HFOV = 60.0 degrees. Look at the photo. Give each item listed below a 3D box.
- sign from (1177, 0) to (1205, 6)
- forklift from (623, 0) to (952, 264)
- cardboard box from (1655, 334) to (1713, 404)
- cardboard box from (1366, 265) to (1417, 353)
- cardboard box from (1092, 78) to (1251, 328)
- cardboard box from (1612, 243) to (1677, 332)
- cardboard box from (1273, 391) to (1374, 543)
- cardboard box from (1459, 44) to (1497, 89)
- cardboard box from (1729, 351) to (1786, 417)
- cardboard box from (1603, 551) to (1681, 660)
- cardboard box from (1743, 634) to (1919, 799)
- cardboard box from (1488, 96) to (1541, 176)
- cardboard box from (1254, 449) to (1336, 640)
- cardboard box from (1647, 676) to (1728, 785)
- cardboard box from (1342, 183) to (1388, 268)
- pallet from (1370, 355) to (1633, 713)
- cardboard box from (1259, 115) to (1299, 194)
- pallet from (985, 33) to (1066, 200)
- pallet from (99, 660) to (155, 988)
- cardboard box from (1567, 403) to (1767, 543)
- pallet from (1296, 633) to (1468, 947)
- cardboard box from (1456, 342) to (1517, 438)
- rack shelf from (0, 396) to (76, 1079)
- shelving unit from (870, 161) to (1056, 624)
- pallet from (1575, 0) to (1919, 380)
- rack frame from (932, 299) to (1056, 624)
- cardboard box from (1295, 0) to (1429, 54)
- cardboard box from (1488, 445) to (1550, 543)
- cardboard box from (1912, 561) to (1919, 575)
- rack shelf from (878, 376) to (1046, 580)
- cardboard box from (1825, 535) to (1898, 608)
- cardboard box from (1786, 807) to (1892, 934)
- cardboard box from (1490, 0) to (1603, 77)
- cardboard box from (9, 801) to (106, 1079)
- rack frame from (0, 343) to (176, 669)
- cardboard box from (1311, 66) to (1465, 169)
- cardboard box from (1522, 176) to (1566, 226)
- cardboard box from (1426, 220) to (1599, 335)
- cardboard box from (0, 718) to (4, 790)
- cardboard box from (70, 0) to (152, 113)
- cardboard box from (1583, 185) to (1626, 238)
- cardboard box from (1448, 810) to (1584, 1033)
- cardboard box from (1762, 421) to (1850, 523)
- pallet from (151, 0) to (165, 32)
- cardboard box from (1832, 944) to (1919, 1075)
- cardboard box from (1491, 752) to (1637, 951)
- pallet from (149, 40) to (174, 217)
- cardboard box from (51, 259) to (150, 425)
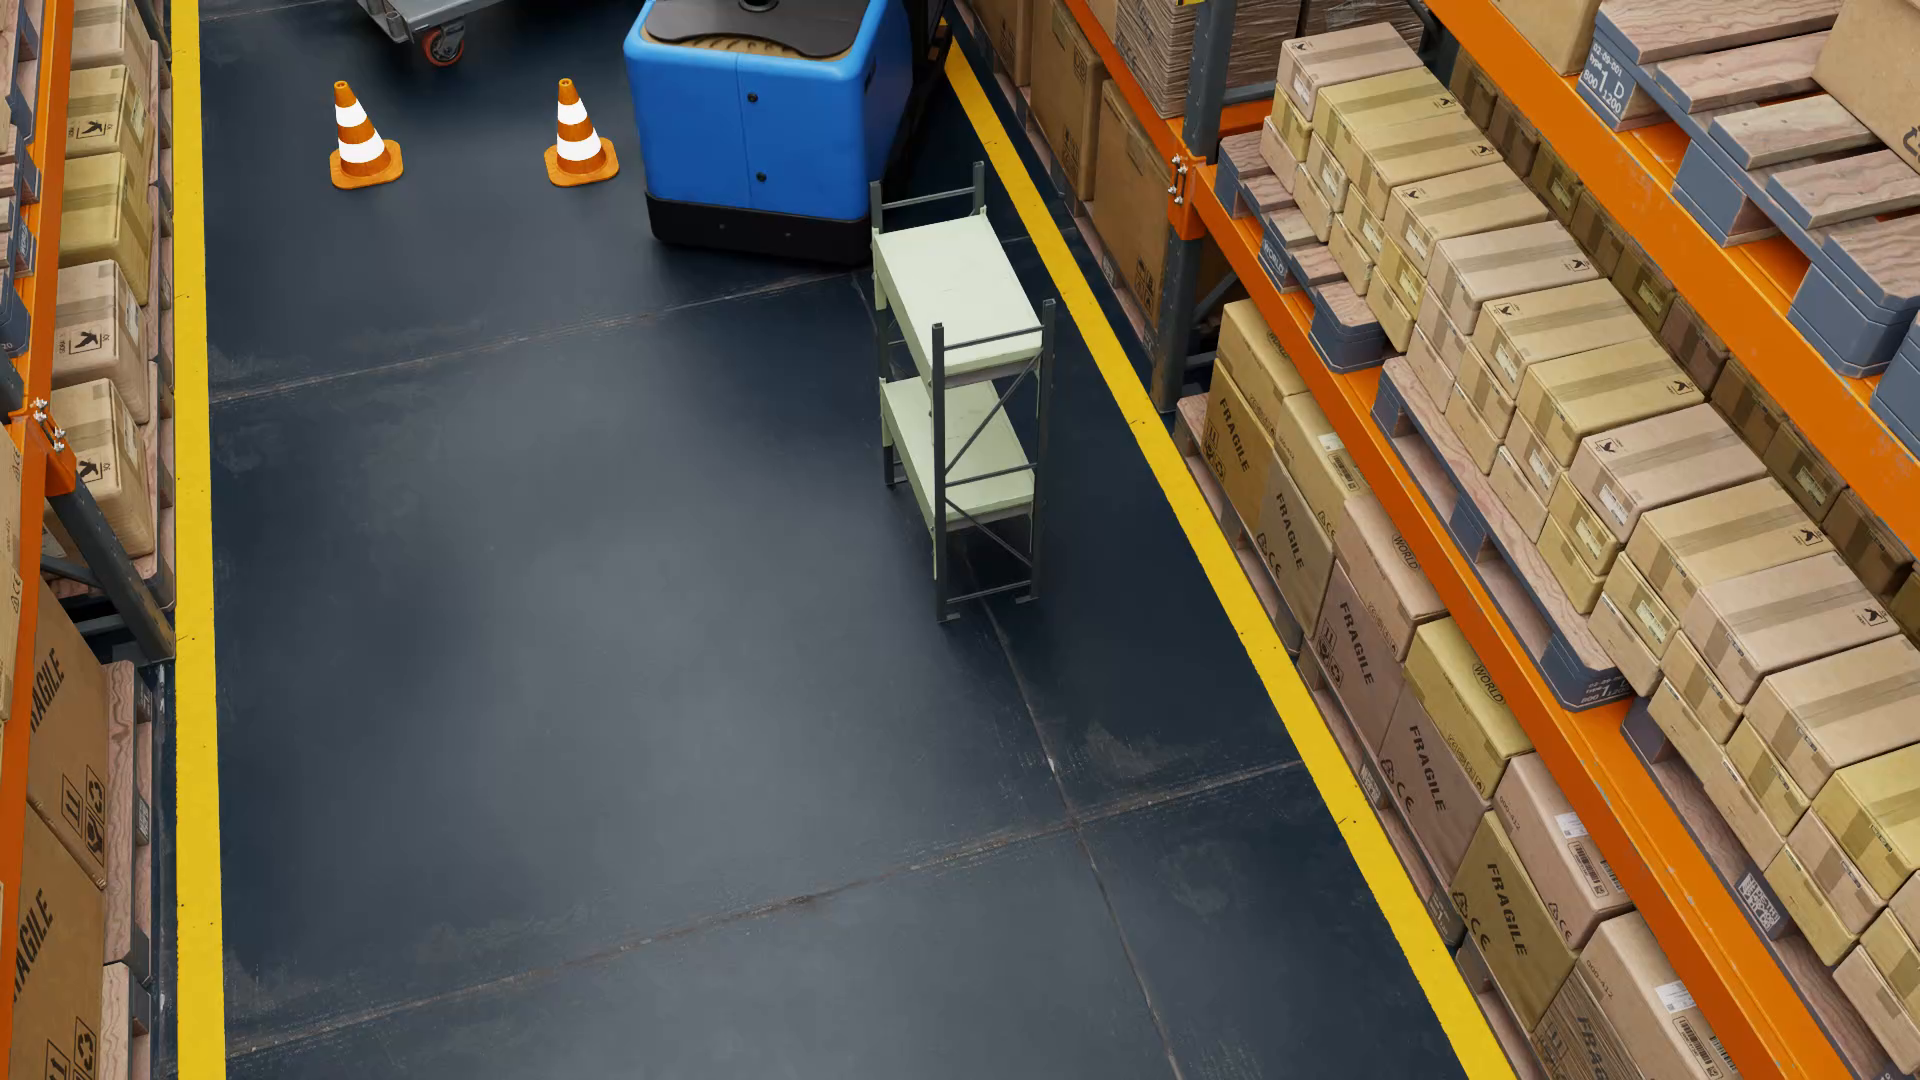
[{"bbox_3d":[0.769,-1.892,5.415,0.100,0.325,0.005,-13,51,-11],"label":"sign"},{"bbox_3d":[-0.648,-3.338,7.437,1.130,2.935,3.031,8,50,7],"label":"forklift"},{"bbox_3d":[2.257,-0.506,4.894,0.380,0.149,0.250,-12,51,-10],"label":"cardboard box"},{"bbox_3d":[1.478,-0.739,5.090,0.380,0.149,0.250,-11,51,-9],"label":"cardboard box"},{"bbox_3d":[1.204,-1.522,7.057,1.050,0.750,0.750,-14,51,-11],"label":"cardboard box"},{"bbox_3d":[2.185,-0.787,4.937,0.380,0.149,0.250,-14,51,-11],"label":"cardboard box"},{"bbox_3d":[1.421,-0.289,5.691,0.500,0.250,0.500,-14,51,-11],"label":"cardboard box"},{"bbox_3d":[1.881,-1.638,5.459,0.380,0.149,0.250,-15,52,-12],"label":"cardboard box"},{"bbox_3d":[2.337,-0.503,4.502,0.380,0.149,0.250,-12,51,-10],"label":"cardboard box"},{"bbox_3d":[1.864,0.116,4.175,0.380,0.149,0.250,-16,52,-13],"label":"cardboard box"},{"bbox_3d":[2.021,0.395,3.746,0.380,0.149,0.250,-15,51,-12],"label":"cardboard box"},{"bbox_3d":[1.960,-1.344,5.406,0.380,0.149,0.250,-12,51,-10],"label":"cardboard box"},{"bbox_3d":[1.416,-0.035,5.968,0.500,0.500,0.500,-13,51,-11],"label":"cardboard box"},{"bbox_3d":[1.951,0.420,4.113,0.380,0.149,0.250,-16,52,-13],"label":"cardboard box"},{"bbox_3d":[1.414,-1.006,5.121,0.380,0.149,0.250,-15,51,-12],"label":"cardboard box"},{"bbox_3d":[1.923,-0.148,4.828,1.003,0.211,1.213,-13,51,-11],"label":"pallet"},{"bbox_3d":[1.238,-1.328,5.587,0.380,0.149,0.250,-14,51,-11],"label":"cardboard box"},{"bbox_3d":[0.780,-2.230,8.281,1.003,0.211,1.213,-13,51,-11],"label":"pallet"},{"bbox_3d":[-3.239,1.038,5.526,1.003,0.211,1.213,-13,51,-11],"label":"pallet"},{"bbox_3d":[1.791,-0.172,4.223,0.380,0.149,0.250,-15,52,-13],"label":"cardboard box"},{"bbox_3d":[1.885,0.713,5.801,1.003,0.211,1.213,-13,51,-11],"label":"pallet"},{"bbox_3d":[1.631,-0.458,4.659,0.380,0.149,0.250,-14,51,-11],"label":"cardboard box"},{"bbox_3d":[-2.809,1.239,4.004,1.077,0.370,4.000,-13,51,-11],"label":"rack shelf"},{"bbox_3d":[-0.002,-0.488,5.970,0.431,1.500,0.755,-13,51,-11],"label":"shelving unit"},{"bbox_3d":[2.091,-0.863,3.466,1.213,0.211,1.003,-13,51,-11],"label":"pallet"},{"bbox_3d":[0.106,-0.221,5.745,0.400,1.500,0.023,-13,51,-11],"label":"rack frame"},{"bbox_3d":[1.423,-2.068,6.255,0.500,0.500,0.500,-13,51,-11],"label":"cardboard box"},{"bbox_3d":[1.707,-0.170,4.611,0.380,0.149,0.250,-15,51,-12],"label":"cardboard box"},{"bbox_3d":[2.571,0.064,4.024,0.380,0.149,0.250,-14,51,-11],"label":"cardboard box"},{"bbox_3d":[-0.002,-0.278,6.220,0.431,0.370,0.720,-13,51,-11],"label":"rack shelf"},{"bbox_3d":[2.497,0.075,4.404,0.380,0.149,0.250,-15,52,-13],"label":"cardboard box"},{"bbox_3d":[2.096,0.687,3.694,0.380,0.149,0.250,-13,51,-11],"label":"cardboard box"},{"bbox_3d":[1.520,-1.441,3.765,0.500,0.500,0.500,-13,51,-11],"label":"cardboard box"},{"bbox_3d":[-3.016,1.272,4.621,0.875,0.875,0.875,-13,51,-11],"label":"cardboard box"},{"bbox_3d":[-3.401,-0.453,4.960,1.000,3.000,0.127,-13,51,-11],"label":"rack frame"},{"bbox_3d":[1.332,-1.315,5.187,0.380,0.149,0.250,-15,51,-12],"label":"cardboard box"},{"bbox_3d":[2.031,-1.075,5.374,0.380,0.149,0.250,-13,51,-10],"label":"cardboard box"},{"bbox_3d":[1.560,-0.745,4.706,0.380,0.149,0.250,-11,51,-9],"label":"cardboard box"},{"bbox_3d":[-2.703,0.647,4.131,0.500,0.250,0.500,-14,51,-11],"label":"cardboard box"},{"bbox_3d":[-4.426,-2.281,7.944,0.950,0.372,0.625,-13,51,-11],"label":"cardboard box"},{"bbox_3d":[2.113,-1.069,4.979,0.380,0.149,0.250,-12,51,-10],"label":"cardboard box"},{"bbox_3d":[1.870,1.087,5.022,0.500,0.500,0.500,-14,51,-12],"label":"cardboard box"},{"bbox_3d":[2.411,-0.224,4.462,0.380,0.149,0.250,-14,51,-12],"label":"cardboard box"},{"bbox_3d":[-4.816,-2.959,8.896,1.003,0.211,1.213,-13,51,-11],"label":"pallet"},{"bbox_3d":[2.174,0.975,3.645,0.380,0.149,0.250,-14,51,-12],"label":"cardboard box"},{"bbox_3d":[1.880,0.838,4.741,0.500,0.250,0.500,-11,51,-9],"label":"cardboard box"},{"bbox_3d":[-4.352,-1.908,8.010,1.003,0.211,1.213,-13,51,-11],"label":"pallet"},{"bbox_3d":[-3.784,-0.694,6.607,0.950,0.372,0.625,-14,51,-12],"label":"cardboard box"}]
